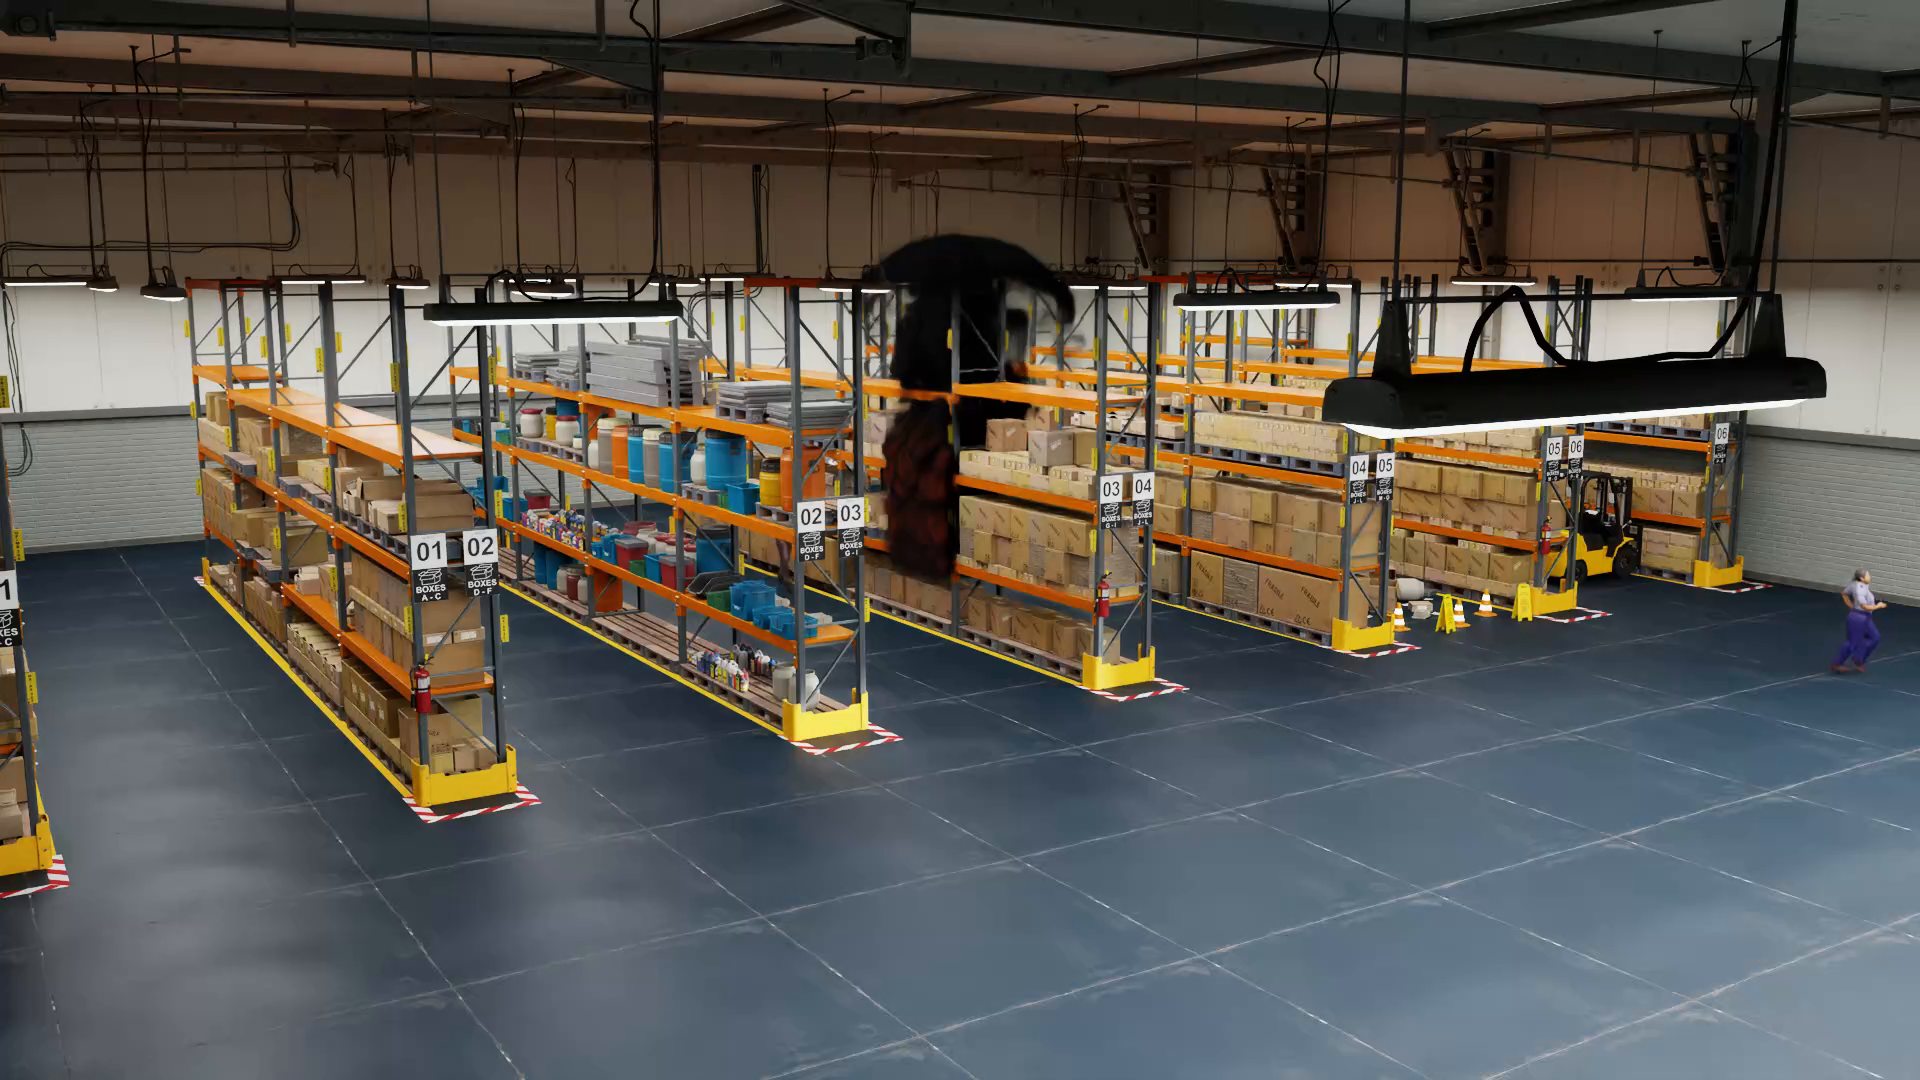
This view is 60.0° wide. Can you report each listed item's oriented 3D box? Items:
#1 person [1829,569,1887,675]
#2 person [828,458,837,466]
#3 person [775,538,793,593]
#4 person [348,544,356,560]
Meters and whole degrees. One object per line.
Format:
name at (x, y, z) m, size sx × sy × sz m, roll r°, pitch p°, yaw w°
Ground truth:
person at (13.838, 1.278, 25.586) m, size 0.708 × 1.669 × 0.576 m, roll 5°, pitch 11°, yaw 28°
person at (-3.168, -1.388, 41.147) m, size 0.717 × 1.734 × 0.536 m, roll 8°, pitch 12°, yaw 39°
person at (-3.228, 0.029, 30.941) m, size 0.644 × 1.804 × 0.769 m, roll -7°, pitch 12°, yaw -34°
person at (-12.286, -0.074, 33.208) m, size 0.881 × 1.767 × 0.711 m, roll 8°, pitch 13°, yaw 40°
